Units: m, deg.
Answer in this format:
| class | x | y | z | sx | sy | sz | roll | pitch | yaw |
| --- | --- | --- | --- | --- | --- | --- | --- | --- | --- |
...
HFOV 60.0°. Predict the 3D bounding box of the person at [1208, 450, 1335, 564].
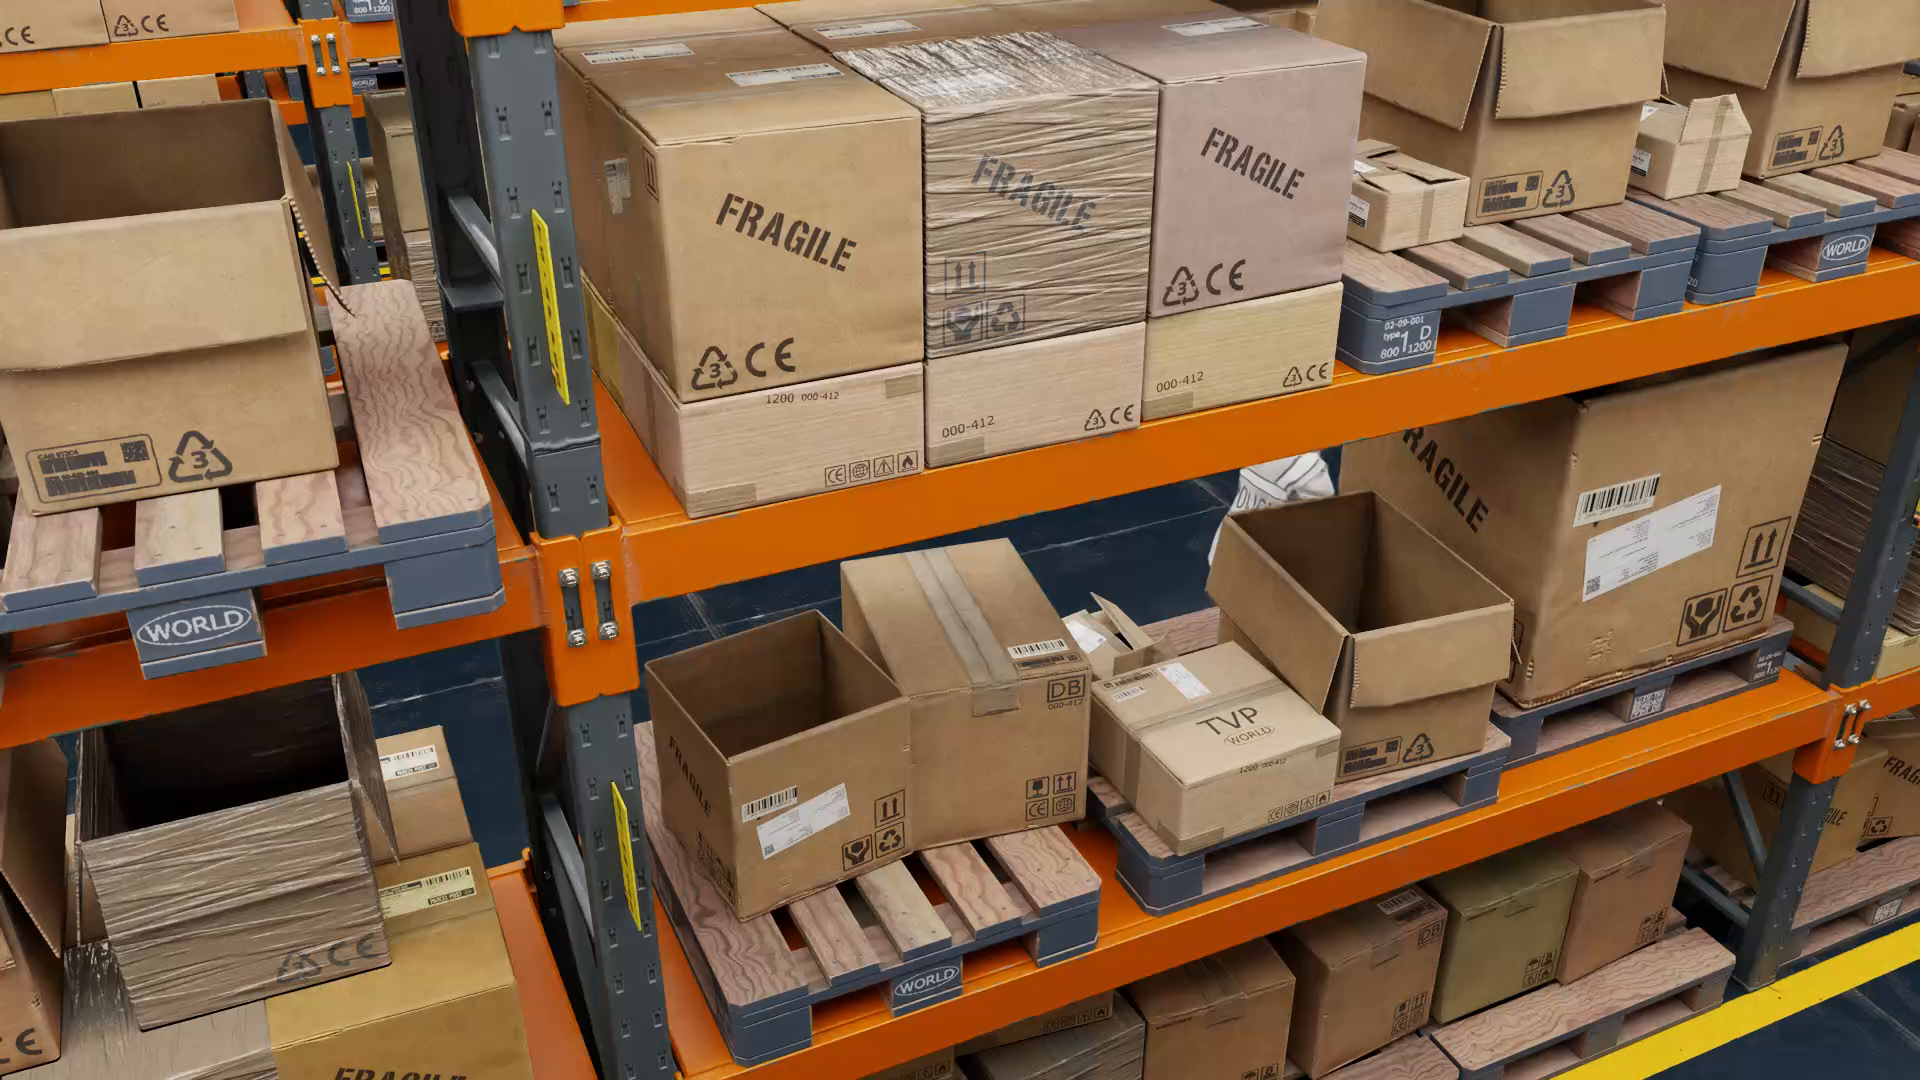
| class | x | y | z | sx | sy | sz | roll | pitch | yaw |
| --- | --- | --- | --- | --- | --- | --- | --- | --- | --- |
| person | 1.337 | 0.119 | 6.928 | 0.596 | 1.741 | 0.471 | -14 | 32 | -23 |
